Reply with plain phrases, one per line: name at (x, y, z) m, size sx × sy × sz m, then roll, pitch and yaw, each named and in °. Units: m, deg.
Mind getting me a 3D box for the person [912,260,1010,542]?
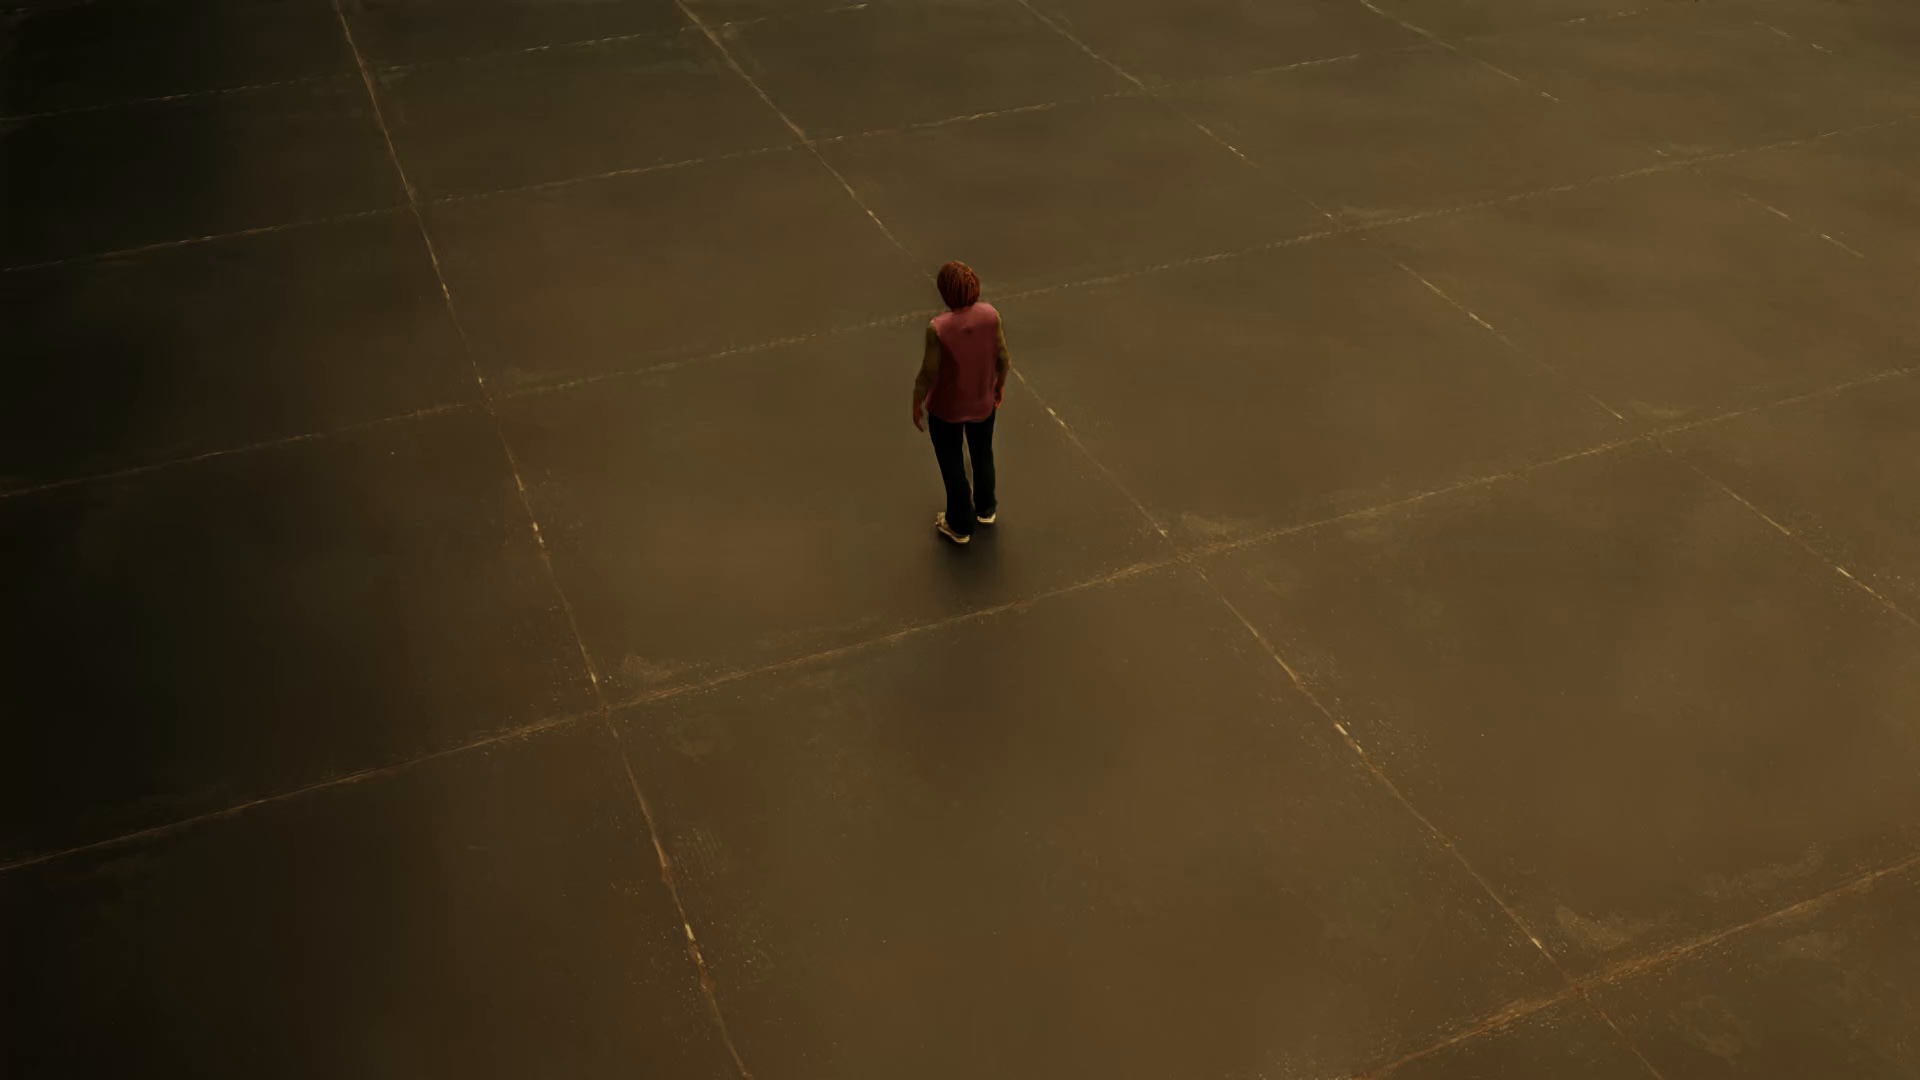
person at (-0.016, -0.699, 8.221) m, size 0.520 × 1.597 × 0.474 m, roll -14°, pitch 38°, yaw -19°
